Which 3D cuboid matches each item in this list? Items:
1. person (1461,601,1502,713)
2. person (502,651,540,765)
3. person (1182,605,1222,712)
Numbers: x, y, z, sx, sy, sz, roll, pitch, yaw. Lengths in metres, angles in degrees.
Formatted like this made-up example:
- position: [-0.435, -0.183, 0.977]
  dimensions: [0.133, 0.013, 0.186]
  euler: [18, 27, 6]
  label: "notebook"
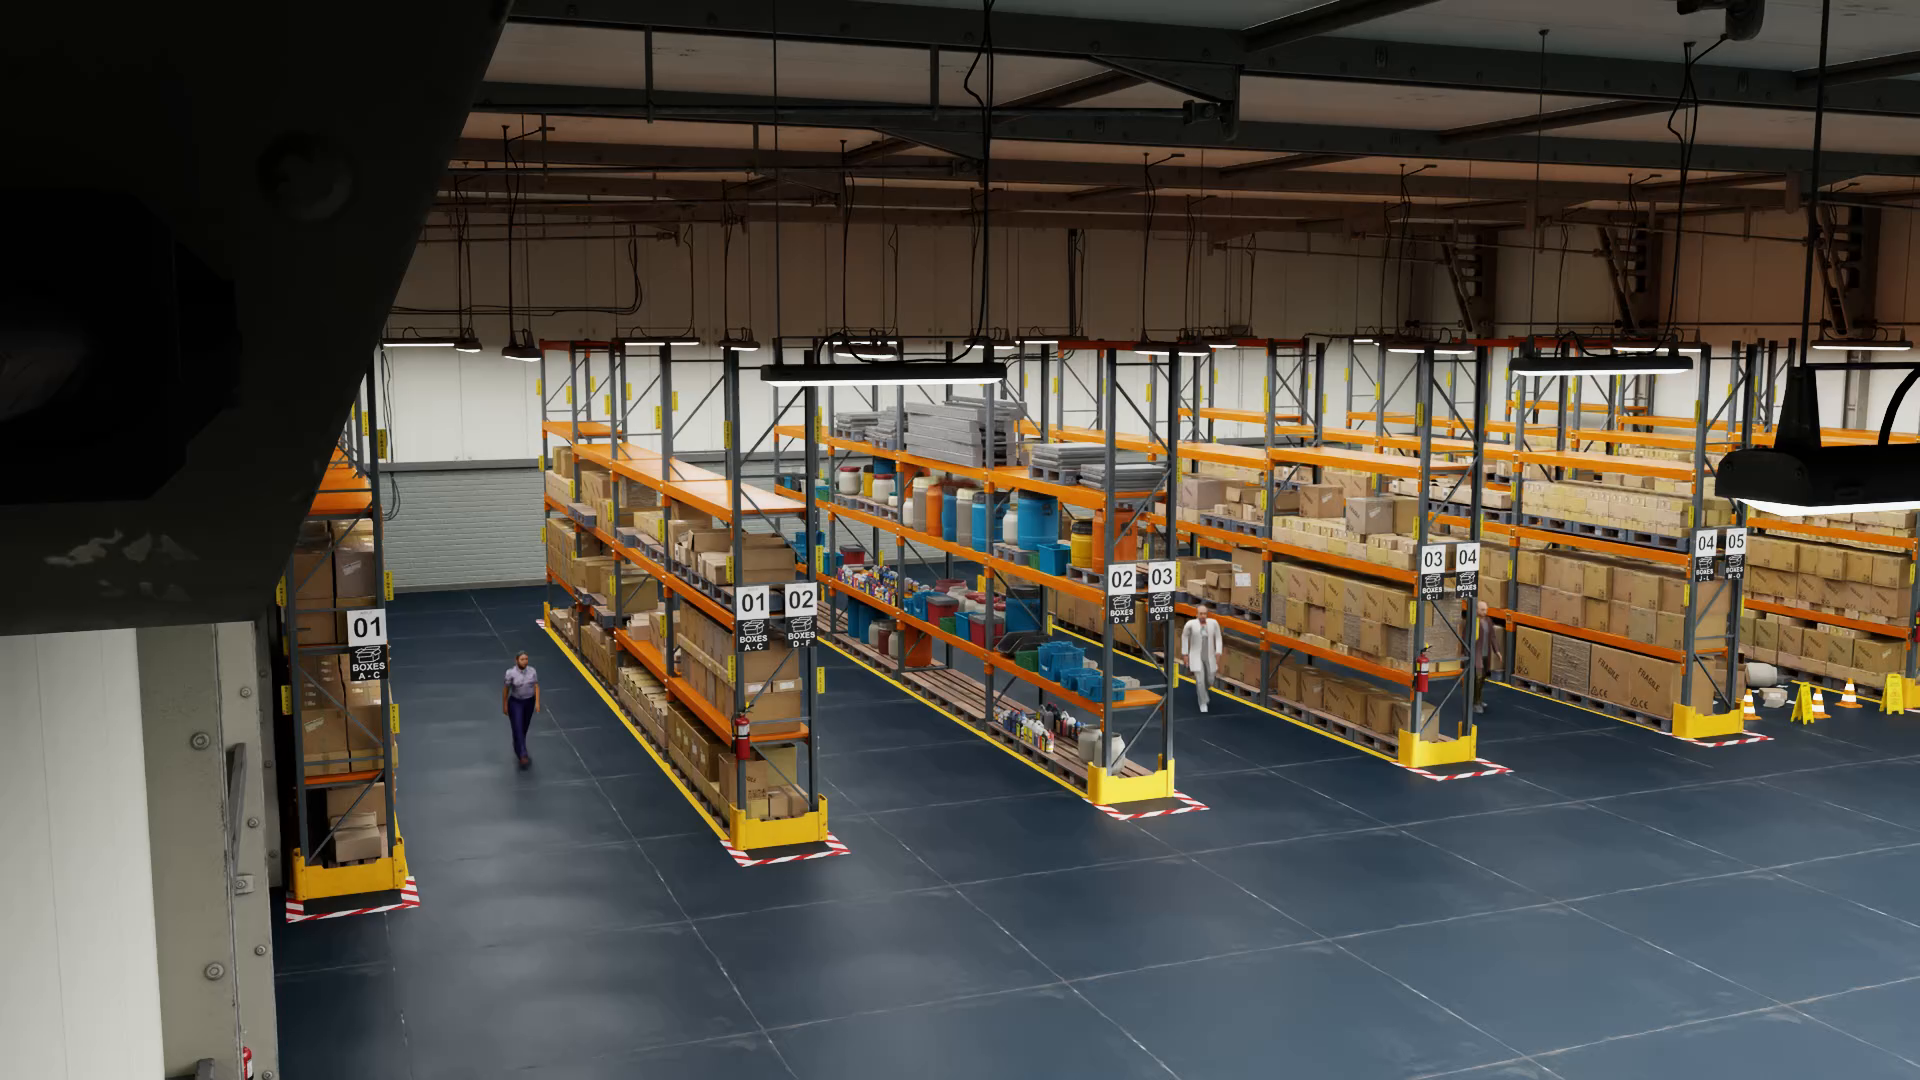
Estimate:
- position: [8.563, 1.927, 27.346]
  dimensions: [0.624, 1.856, 0.569]
  euler: [-3, 8, -24]
  label: "person"
- position: [-6.324, 2.403, 24.061]
  dimensions: [0.538, 1.583, 0.964]
  euler: [-7, 10, -43]
  label: "person"
- position: [3.967, 1.965, 27.430]
  dimensions: [0.641, 1.646, 0.736]
  euler: [-1, 7, -7]
  label: "person"
